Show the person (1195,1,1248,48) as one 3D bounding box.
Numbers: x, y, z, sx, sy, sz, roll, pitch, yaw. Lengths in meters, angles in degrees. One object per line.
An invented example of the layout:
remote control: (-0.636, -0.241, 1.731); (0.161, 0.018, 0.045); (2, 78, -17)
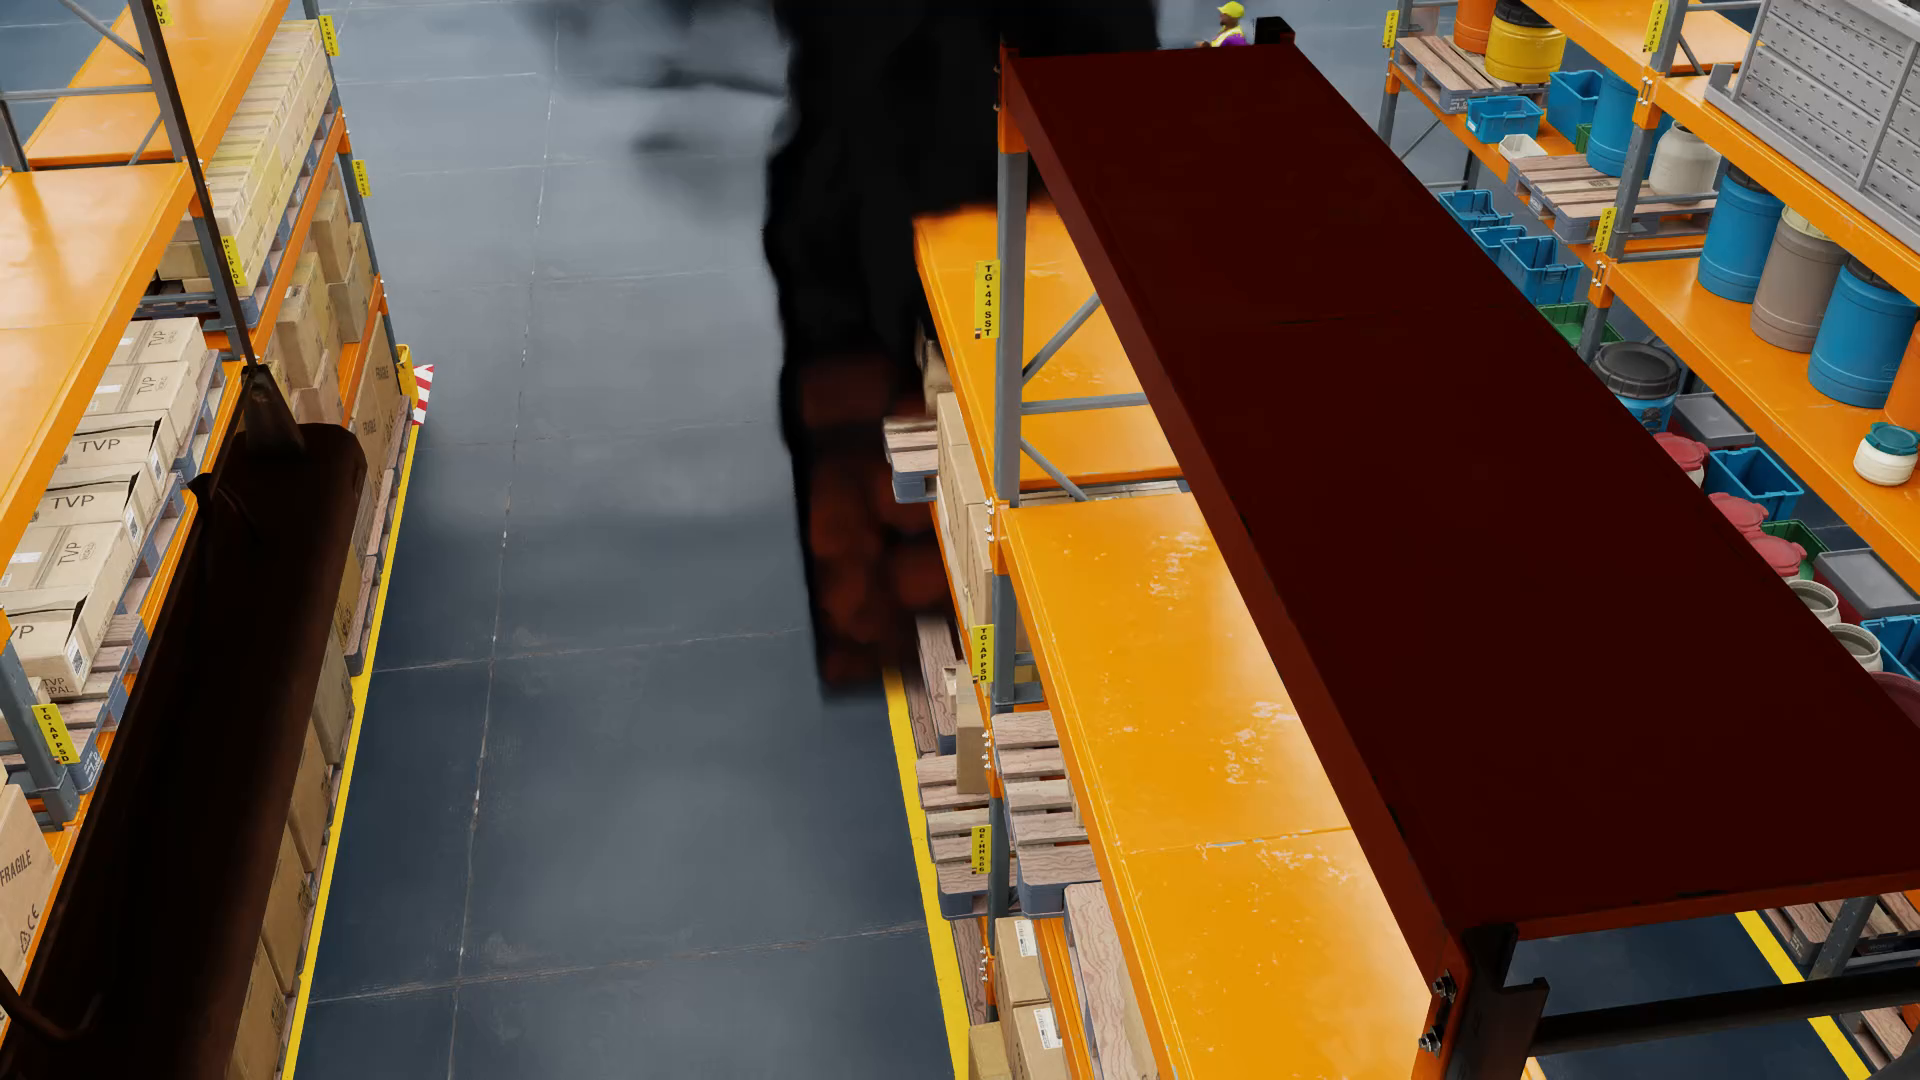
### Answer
person: (3.024, -5.312, 19.204); (0.710, 1.815, 0.676); (8, 37, 11)
